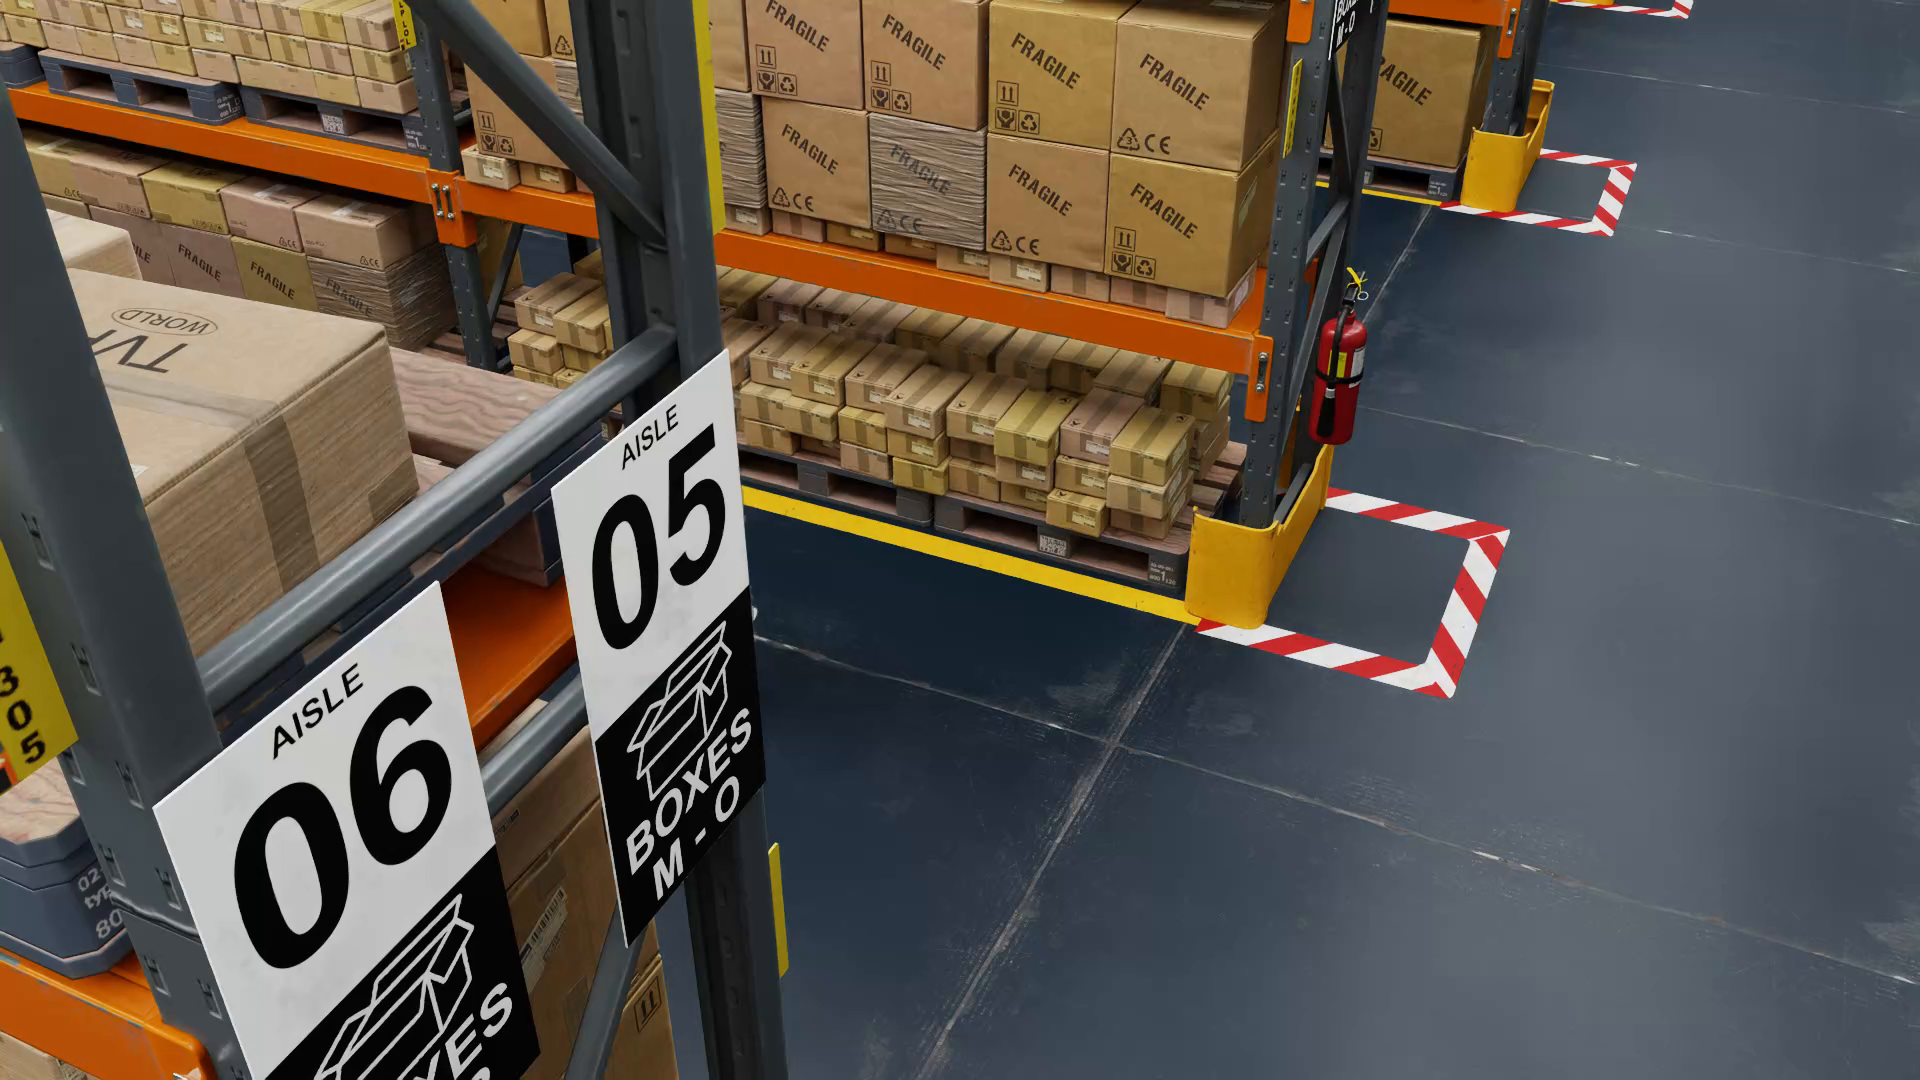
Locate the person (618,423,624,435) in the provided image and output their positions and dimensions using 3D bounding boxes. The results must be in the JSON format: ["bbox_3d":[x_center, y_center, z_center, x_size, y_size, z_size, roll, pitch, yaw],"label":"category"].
[{"bbox_3d":[-1.147,-0.023,6.166,0.433,1.599,0.524,26,42,33],"label":"person"}]
